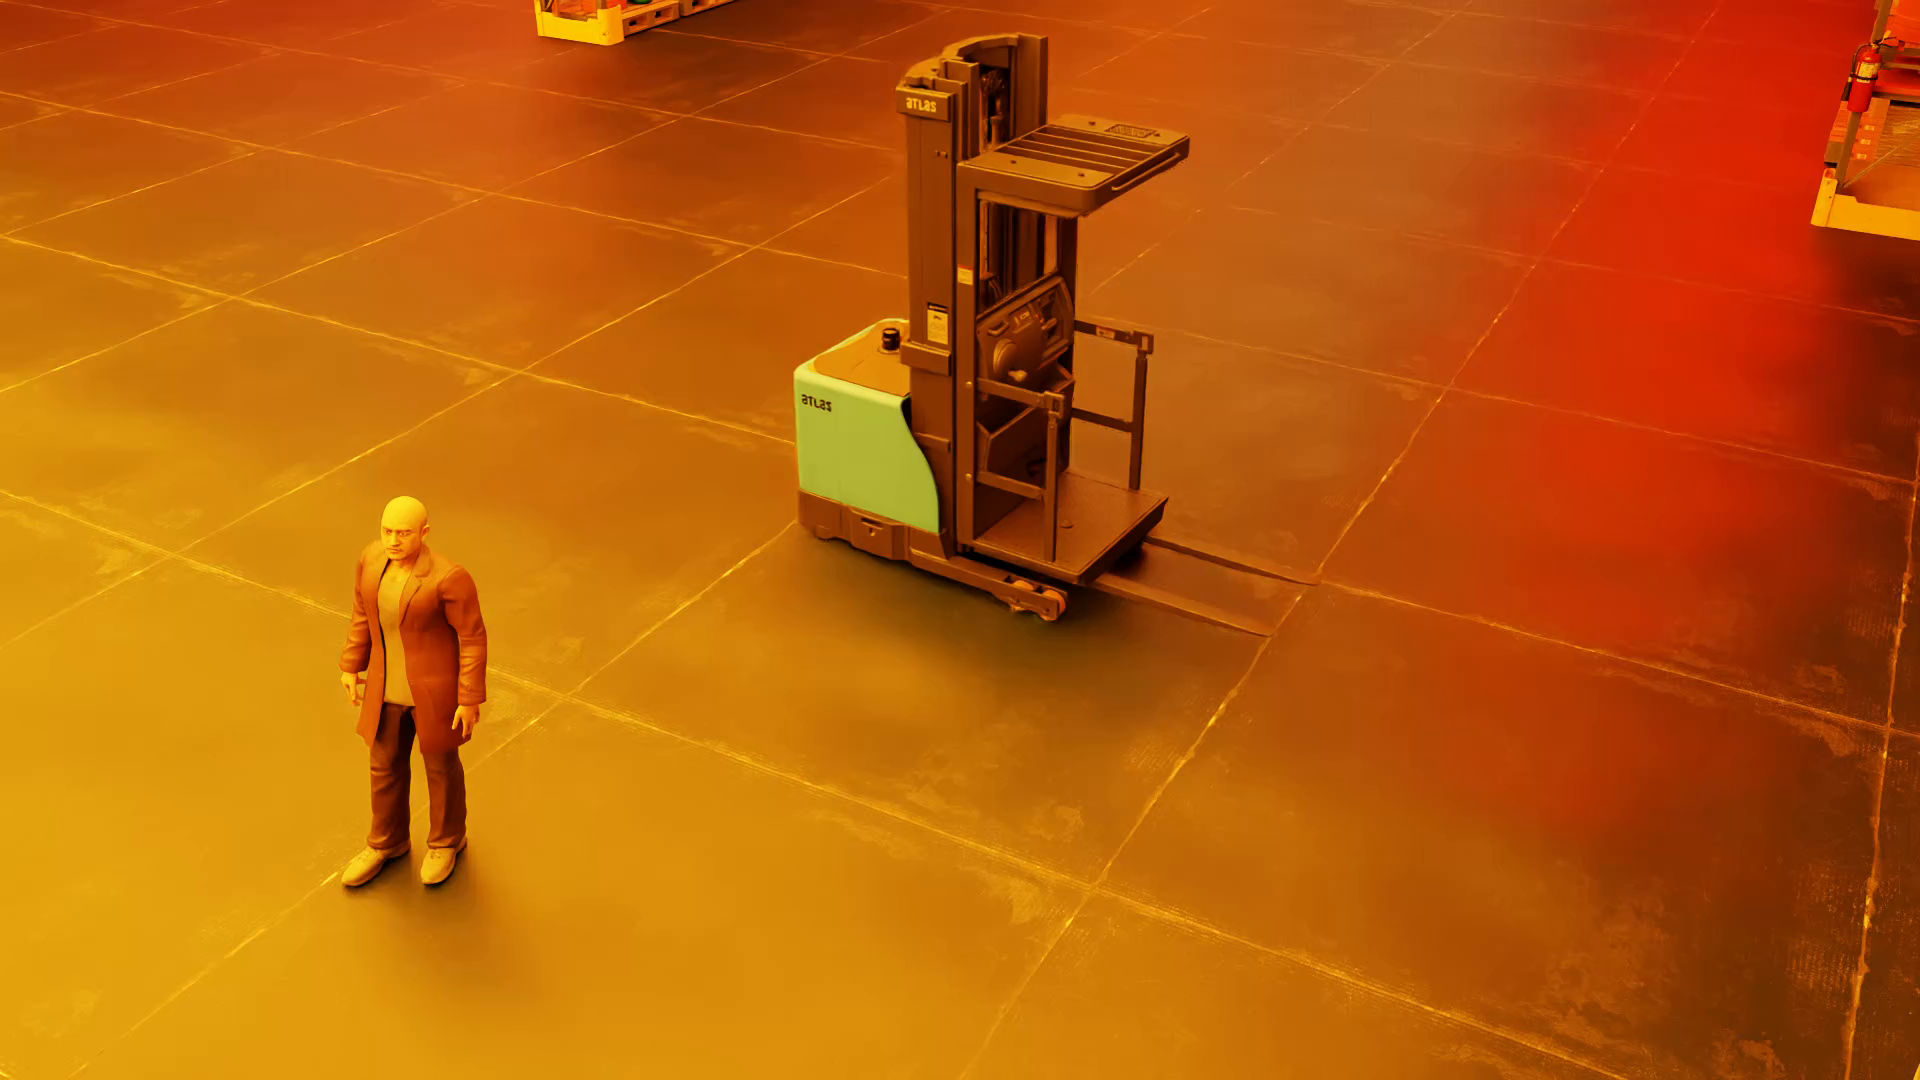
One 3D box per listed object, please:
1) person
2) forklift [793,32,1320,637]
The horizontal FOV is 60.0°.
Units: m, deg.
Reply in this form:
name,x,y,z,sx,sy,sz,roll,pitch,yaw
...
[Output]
name,x,y,z,sx,sy,sz,roll,pitch,yaw
person,-2.350,0.676,7.039,0.694,1.775,0.582,9,31,15
forklift,0.535,-1.124,9.019,3.031,2.935,1.130,18,35,28
